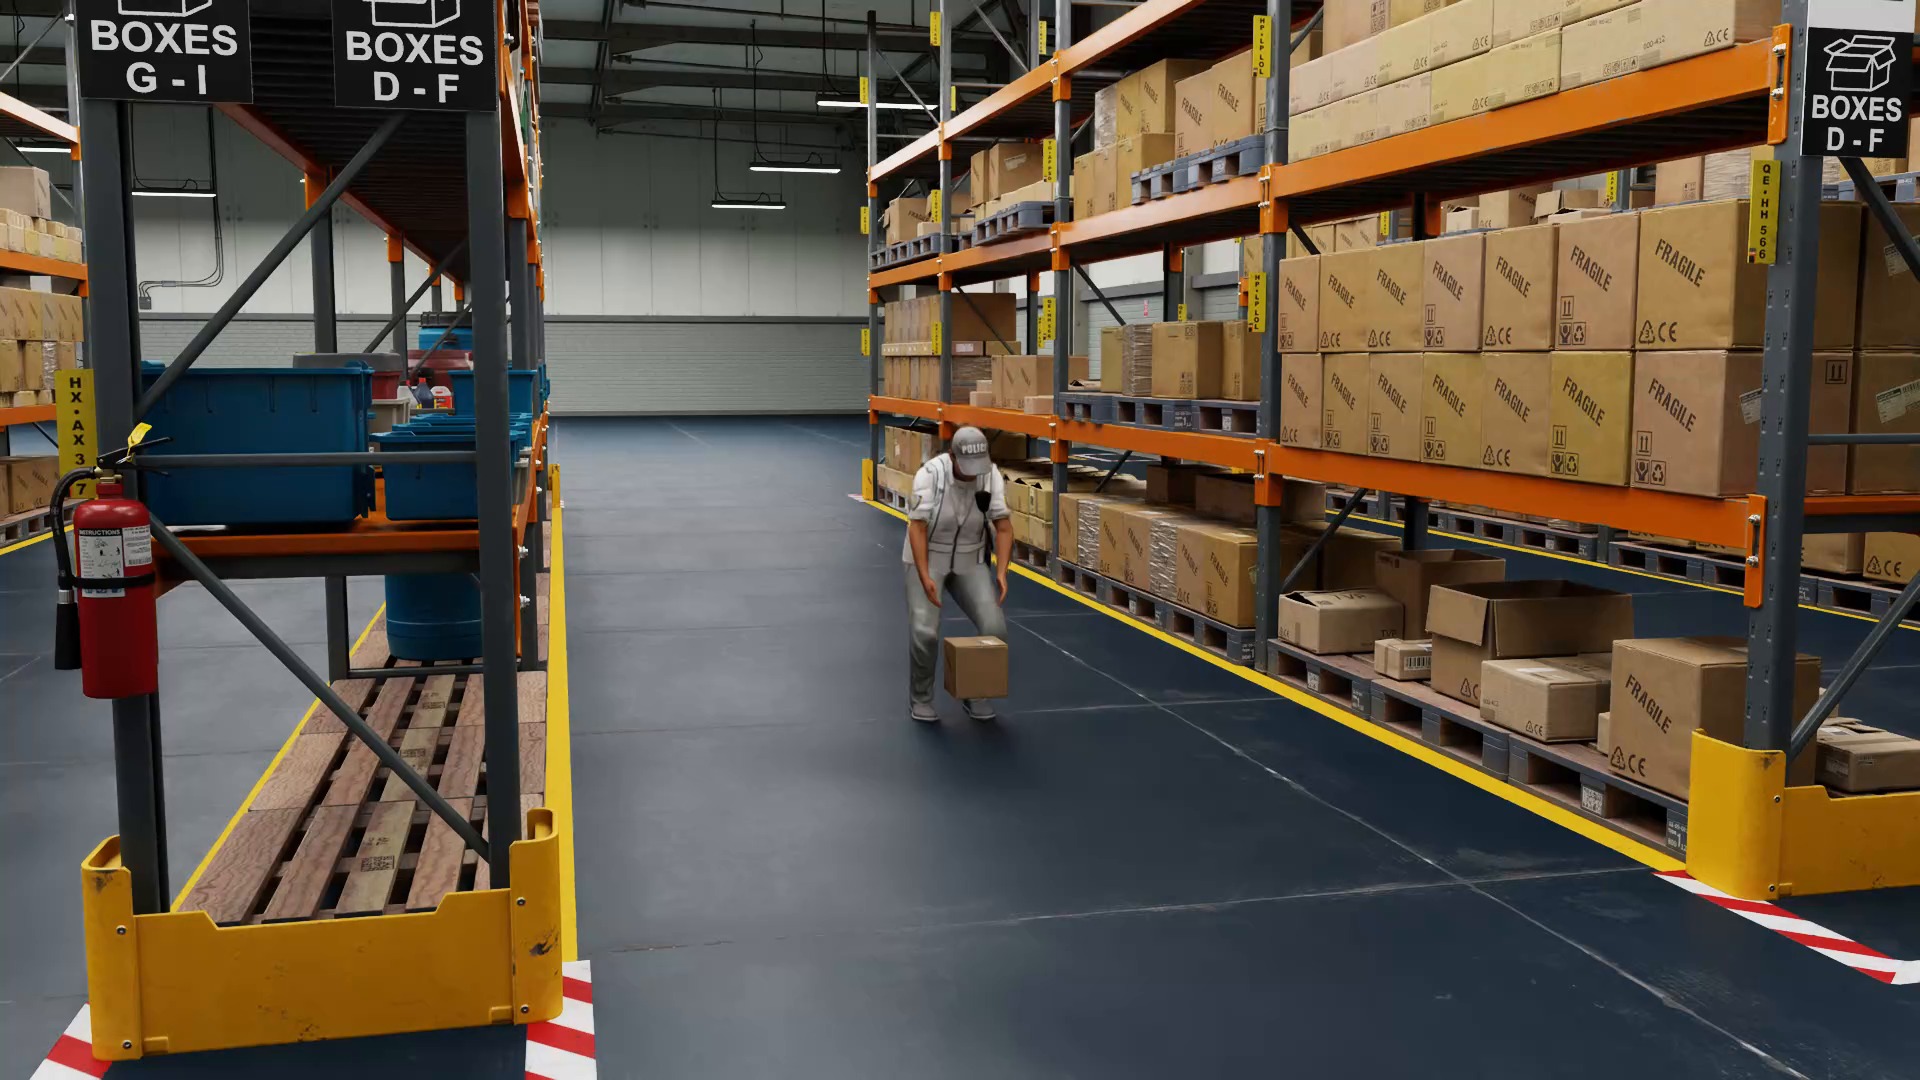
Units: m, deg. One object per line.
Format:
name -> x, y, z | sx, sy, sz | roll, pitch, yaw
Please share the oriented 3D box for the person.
person -> -0.006, 0.161, 8.217 | 0.530, 1.457, 0.671 | -1, 6, -13
